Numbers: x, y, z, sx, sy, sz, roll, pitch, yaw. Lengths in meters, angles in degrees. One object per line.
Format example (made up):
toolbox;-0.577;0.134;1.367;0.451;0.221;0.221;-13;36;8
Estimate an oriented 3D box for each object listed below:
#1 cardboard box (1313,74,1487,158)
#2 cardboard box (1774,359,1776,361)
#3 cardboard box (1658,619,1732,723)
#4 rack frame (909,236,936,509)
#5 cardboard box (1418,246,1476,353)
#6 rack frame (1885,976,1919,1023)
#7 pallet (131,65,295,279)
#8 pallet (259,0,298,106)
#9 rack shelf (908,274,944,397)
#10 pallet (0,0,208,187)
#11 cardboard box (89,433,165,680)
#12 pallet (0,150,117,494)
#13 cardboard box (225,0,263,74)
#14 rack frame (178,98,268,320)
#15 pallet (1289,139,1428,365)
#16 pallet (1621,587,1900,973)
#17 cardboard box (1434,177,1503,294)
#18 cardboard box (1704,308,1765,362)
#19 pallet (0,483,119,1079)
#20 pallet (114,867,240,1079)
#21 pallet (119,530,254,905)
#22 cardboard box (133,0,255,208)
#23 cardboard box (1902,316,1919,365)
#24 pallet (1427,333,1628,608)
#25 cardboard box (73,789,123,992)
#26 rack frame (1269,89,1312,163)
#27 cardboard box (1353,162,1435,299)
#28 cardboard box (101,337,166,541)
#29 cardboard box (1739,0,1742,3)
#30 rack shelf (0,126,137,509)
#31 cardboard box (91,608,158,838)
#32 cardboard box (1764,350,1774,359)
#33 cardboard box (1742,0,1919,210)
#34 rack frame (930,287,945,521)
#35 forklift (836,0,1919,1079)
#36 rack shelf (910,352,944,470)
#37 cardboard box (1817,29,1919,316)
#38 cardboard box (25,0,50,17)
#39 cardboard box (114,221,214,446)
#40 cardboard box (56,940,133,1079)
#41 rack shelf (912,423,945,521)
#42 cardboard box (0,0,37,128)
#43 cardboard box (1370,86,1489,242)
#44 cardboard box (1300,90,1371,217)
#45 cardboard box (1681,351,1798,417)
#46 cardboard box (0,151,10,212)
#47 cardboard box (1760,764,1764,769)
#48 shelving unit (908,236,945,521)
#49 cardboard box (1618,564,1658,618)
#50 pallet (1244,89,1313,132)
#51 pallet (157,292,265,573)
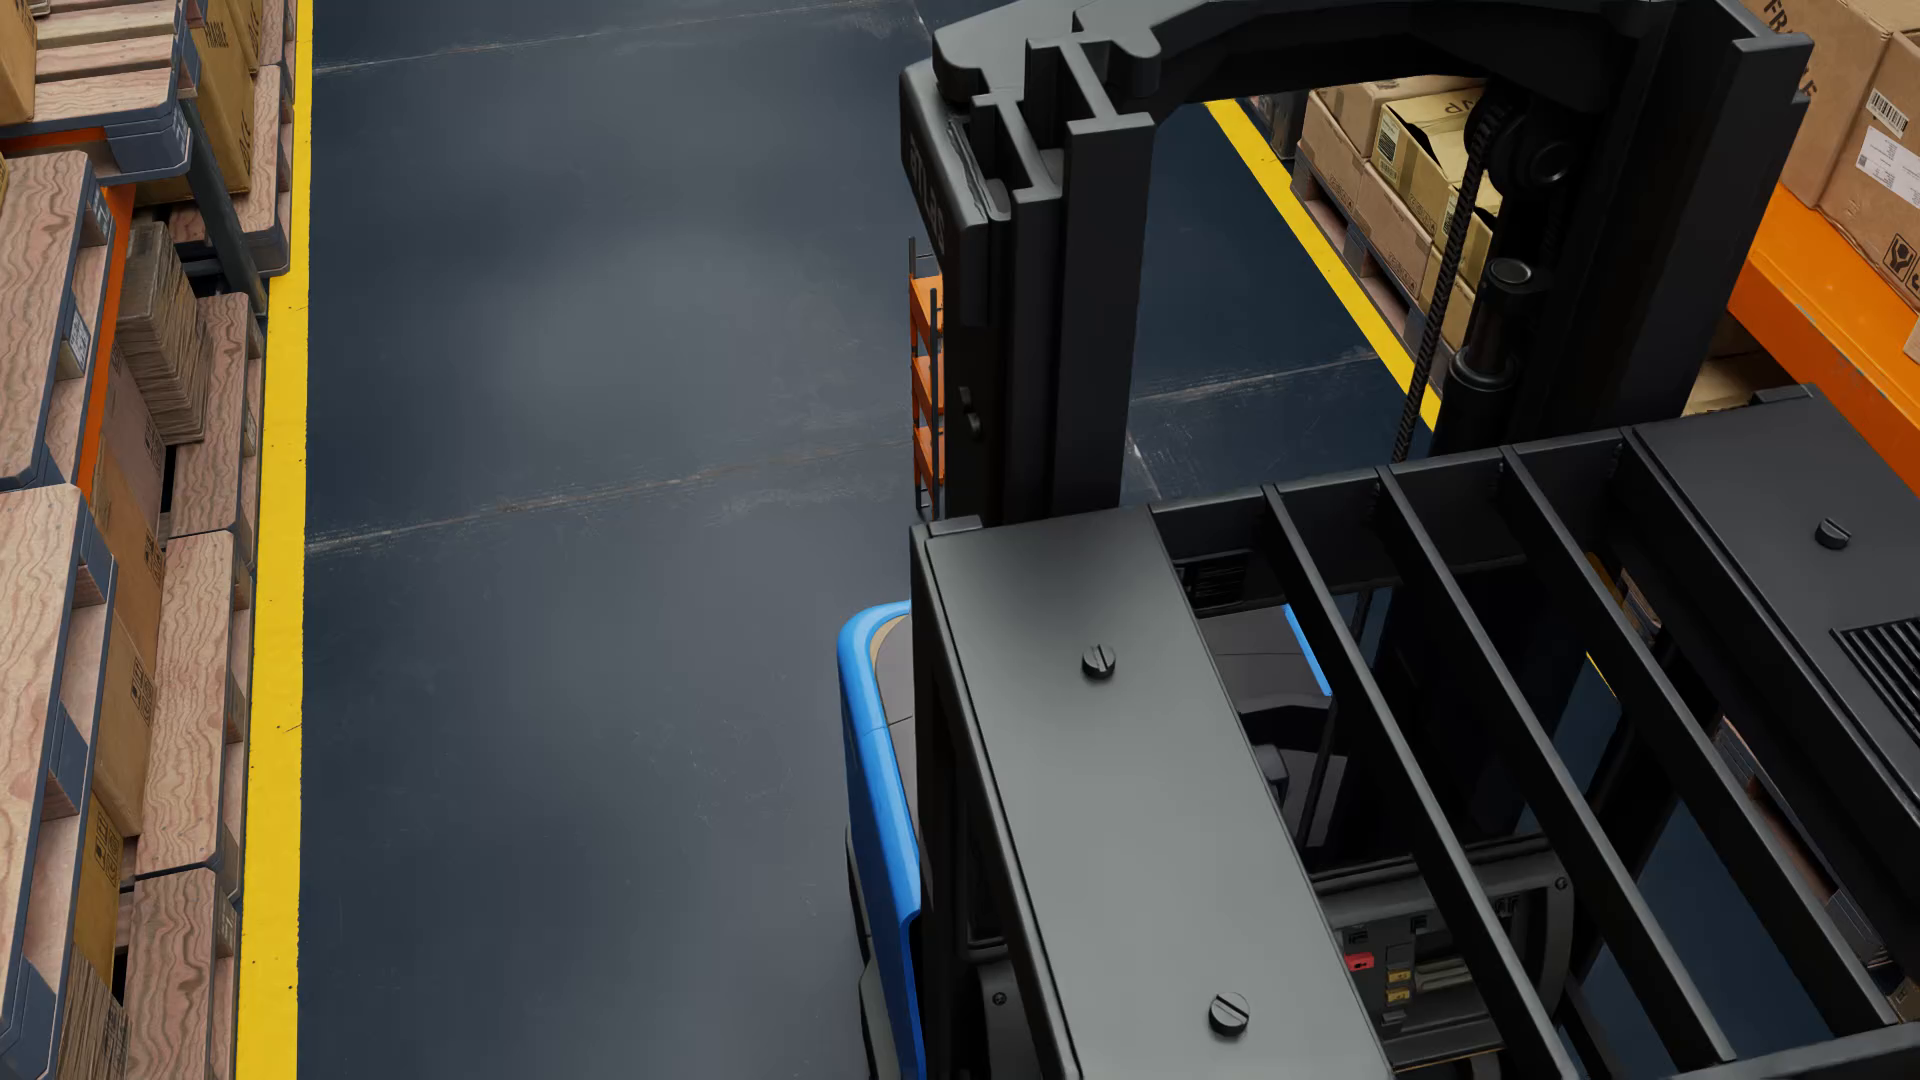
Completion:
cardboard box;1.621;-1.682;6.037;0.500;0.311;0.500;-9;46;-9
cardboard box;2.673;-0.370;4.751;0.500;0.311;0.500;-12;47;-12
cardboard box;2.280;0.278;4.509;0.500;0.250;0.500;-11;47;-11
rack frame;-0.045;-0.489;4.994;0.200;1.050;0.008;-11;47;-10
cardboard box;1.889;-0.781;5.547;0.500;0.250;0.500;-12;47;-11
rack frame;2.795;0.045;3.106;1.000;3.000;0.127;-11;47;-10
pallet;-3.146;-1.390;6.465;1.003;0.211;1.213;-11;47;-10
pallet;-3.455;-2.231;7.289;1.003;0.211;1.213;-11;47;-10
rack shelf;-0.014;-0.596;4.716;0.215;0.259;0.240;-11;47;-10
pallet;-2.732;-1.269;4.527;1.213;0.211;1.003;-11;47;-10
cardboard box;-2.608;0.115;4.479;0.700;0.500;0.500;-11;47;-11
pallet;-2.471;-0.382;3.658;1.003;0.211;1.213;-11;47;-10
cardboard box;-3.297;-2.341;6.655;0.750;0.750;0.750;-11;47;-11
rack frame;-3.017;-1.808;4.922;1.000;3.000;0.127;-11;47;-10
pallet;1.944;-1.165;6.244;1.003;0.211;1.213;-11;47;-10
pallet;2.568;0.519;4.593;1.003;0.211;1.213;-11;47;-10
cardboard box;1.892;-0.969;5.338;0.500;0.311;0.500;-12;47;-11
cardboard box;2.024;-0.614;4.990;0.500;0.311;0.500;-11;47;-11
pallet;-2.048;0.466;2.827;1.003;0.211;1.213;-11;47;-10
pallet;-2.194;1.392;3.738;1.003;0.211;1.213;-11;47;-10
pallet;-2.510;0.548;4.565;1.003;0.211;1.213;-11;47;-10
cardboard box;-3.078;-1.735;6.061;0.750;0.750;0.750;-11;47;-11
cardboard box;2.392;-0.481;3.716;0.396;0.266;0.258;-12;47;-11
pallet;2.252;-0.324;5.420;1.003;0.211;1.213;-11;47;-10
cardboard box;-2.378;0.822;3.787;0.700;0.500;0.500;-12;47;-11
rack frame;1.771;-2.717;5.812;1.000;3.000;0.127;-11;47;-10
cardboard box;1.750;-1.139;5.897;0.500;0.250;0.500;-12;47;-11
cardboard box;-2.763;-0.223;4.810;0.700;0.500;0.500;-11;47;-10
cardboard box;2.216;-1.596;4.644;0.500;0.500;0.500;-13;47;-12
rack shelf;-2.505;-0.176;3.826;1.077;0.370;4.000;-11;47;-10
cardboard box;-2.470;0.462;4.139;0.700;0.500;0.500;-10;46;-10
cardboard box;2.535;-0.728;5.102;0.500;0.311;0.500;-10;46;-9
cardboard box;2.351;-1.233;4.288;0.500;0.500;0.500;-11;47;-10
rack frame;0.018;-0.320;4.829;0.200;1.050;0.008;-11;47;-10
forklift;0.541;0.831;2.383;1.130;2.935;3.031;-9;46;-9
rack shelf;-0.014;-0.397;4.919;0.215;0.259;0.240;-11;47;-10
cardboard box;2.479;-0.887;3.949;0.500;0.500;0.500;-8;46;-7
cardboard box;-2.887;-1.675;4.413;0.700;0.500;0.500;-16;48;-15
cardboard box;-2.782;-0.600;5.180;0.700;0.500;0.500;-10;46;-10
cardboard box;-2.198;1.169;3.446;0.700;0.500;0.500;-9;46;-9
rack shelf;-0.014;-0.202;5.117;0.215;0.259;0.240;-11;47;-10
cardboard box;-2.718;-1.294;4.040;0.700;0.500;0.500;-15;47;-14
cardboard box;1.763;-1.321;5.683;0.500;0.311;0.500;-12;47;-11
cardboard box;1.621;-1.486;6.237;0.500;0.250;0.500;-11;47;-10
cardboard box;2.149;-0.266;4.649;0.500;0.311;0.500;-11;47;-10
cardboard box;-2.547;-0.819;3.574;0.700;0.500;0.500;-11;47;-10
cardboard box;2.408;0.627;4.166;0.500;0.250;0.500;-11;47;-11
shelving unit;-0.014;-0.404;4.911;0.215;1.050;0.252;-11;47;-10
cardboard box;2.149;-0.076;4.855;0.500;0.250;0.500;-10;46;-9
pallet;1.616;-2.263;7.320;1.003;0.211;1.213;-11;47;-10
pallet;-2.818;-0.293;5.389;1.003;0.211;1.213;-11;47;-10
